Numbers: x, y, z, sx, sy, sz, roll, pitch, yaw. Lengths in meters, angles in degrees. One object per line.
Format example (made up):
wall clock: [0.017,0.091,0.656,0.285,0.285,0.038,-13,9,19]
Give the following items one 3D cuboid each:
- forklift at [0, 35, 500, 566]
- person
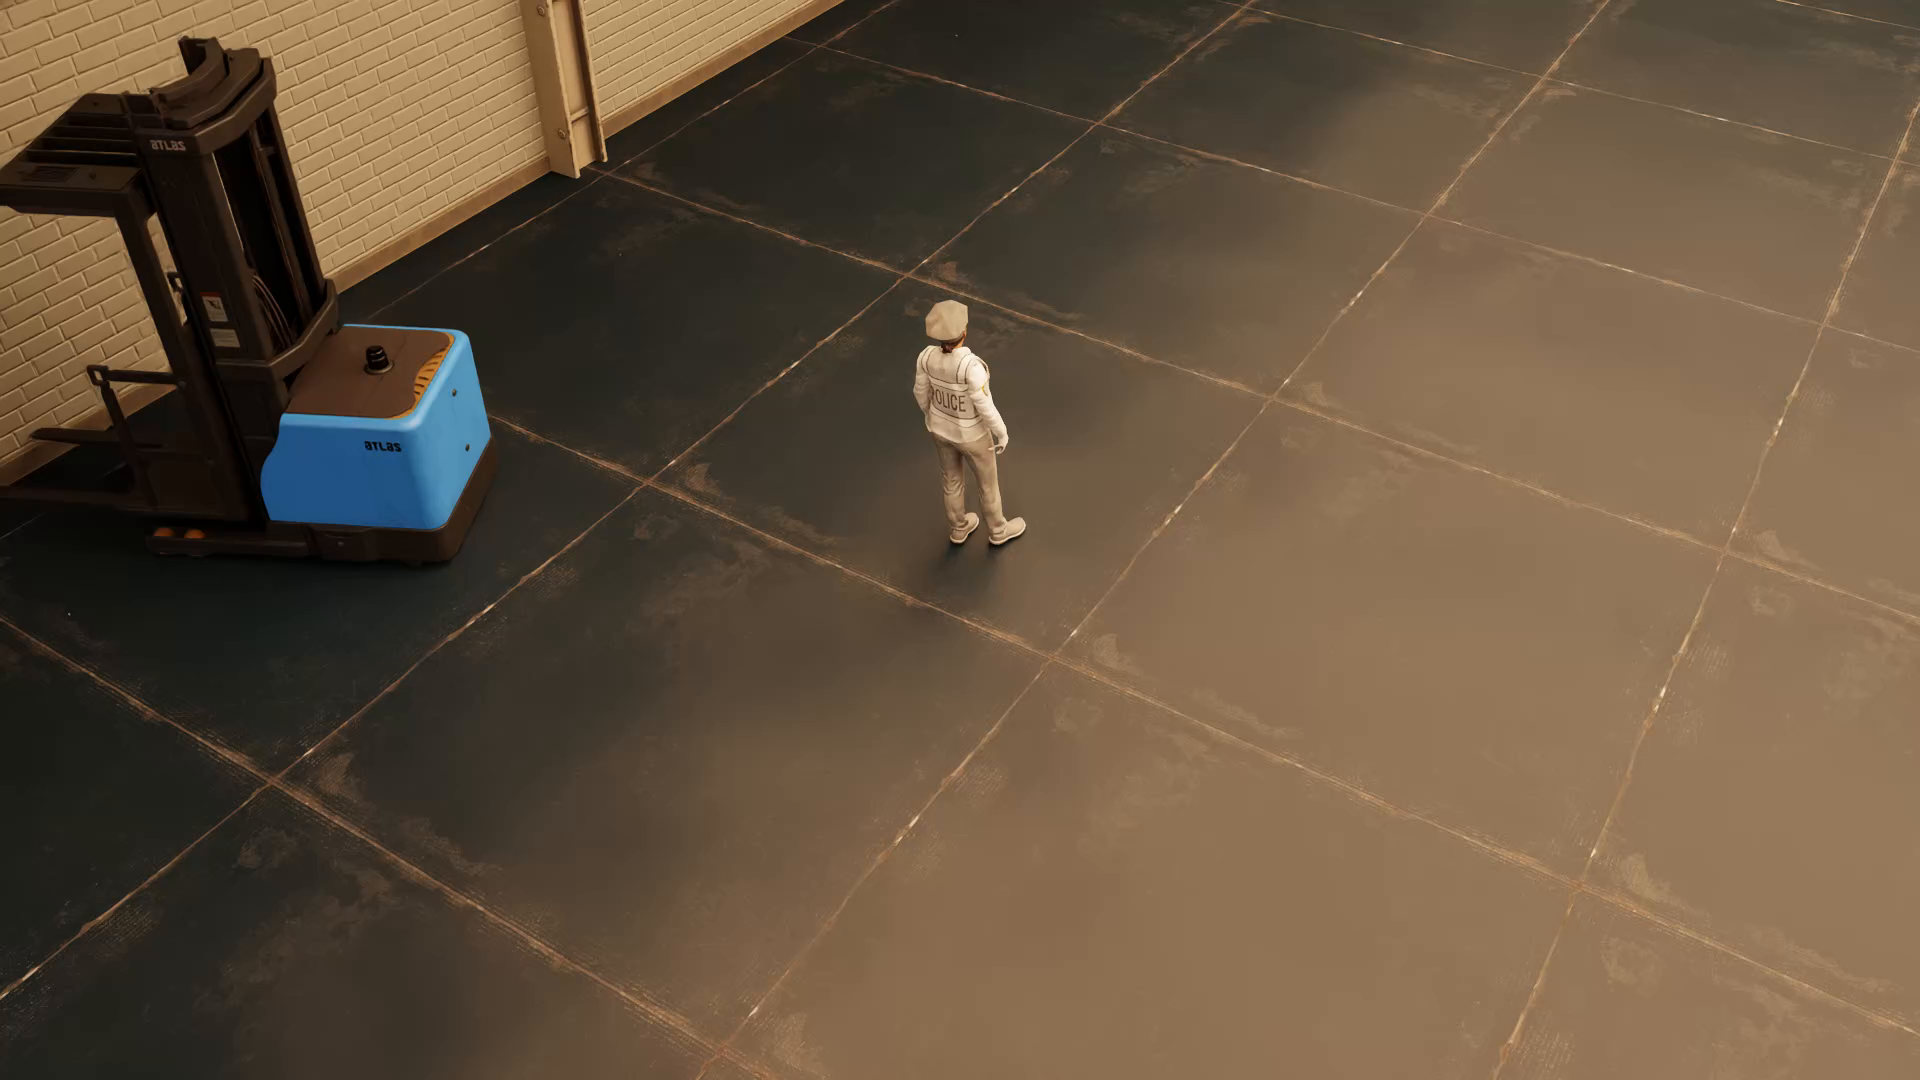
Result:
forklift: [-4.506,-1.353,9.564,3.031,2.935,1.130,3,40,4]
person: [0.041,-0.687,9.722,0.587,1.696,0.534,22,45,24]
